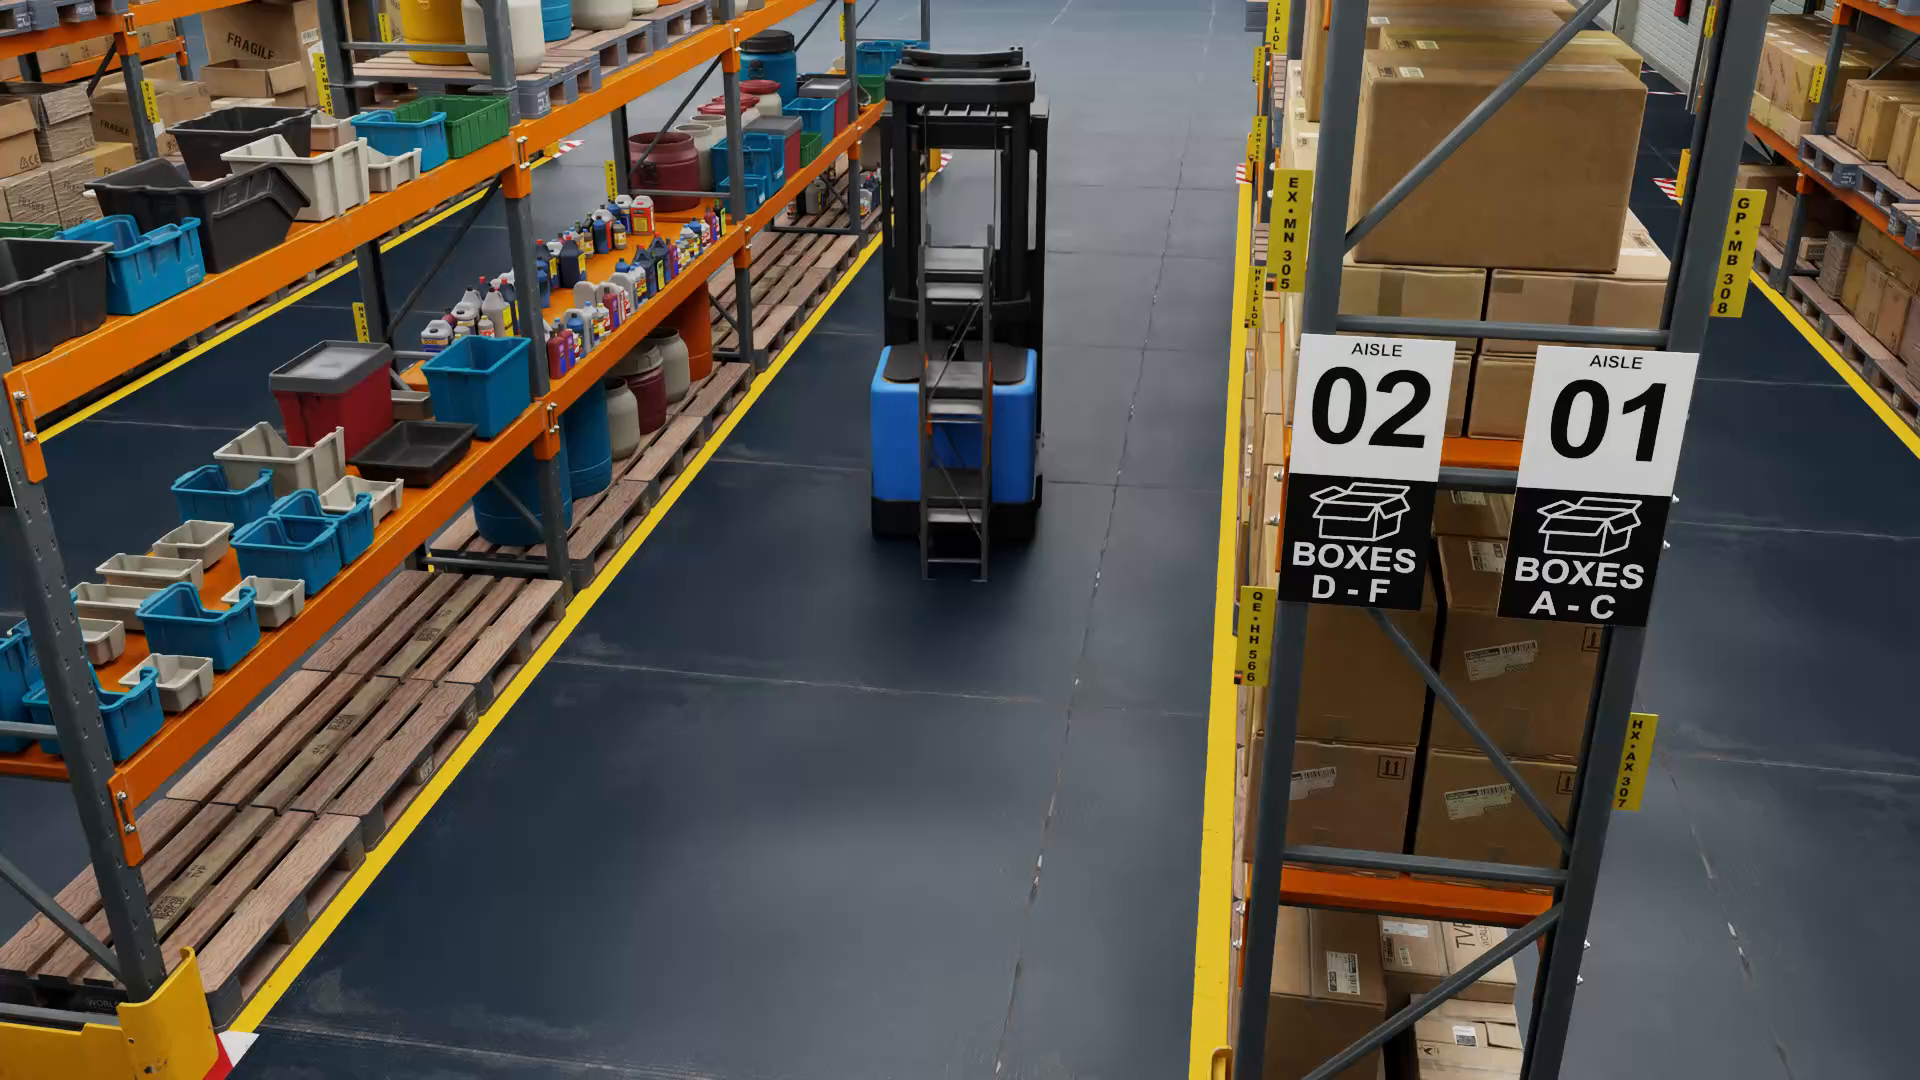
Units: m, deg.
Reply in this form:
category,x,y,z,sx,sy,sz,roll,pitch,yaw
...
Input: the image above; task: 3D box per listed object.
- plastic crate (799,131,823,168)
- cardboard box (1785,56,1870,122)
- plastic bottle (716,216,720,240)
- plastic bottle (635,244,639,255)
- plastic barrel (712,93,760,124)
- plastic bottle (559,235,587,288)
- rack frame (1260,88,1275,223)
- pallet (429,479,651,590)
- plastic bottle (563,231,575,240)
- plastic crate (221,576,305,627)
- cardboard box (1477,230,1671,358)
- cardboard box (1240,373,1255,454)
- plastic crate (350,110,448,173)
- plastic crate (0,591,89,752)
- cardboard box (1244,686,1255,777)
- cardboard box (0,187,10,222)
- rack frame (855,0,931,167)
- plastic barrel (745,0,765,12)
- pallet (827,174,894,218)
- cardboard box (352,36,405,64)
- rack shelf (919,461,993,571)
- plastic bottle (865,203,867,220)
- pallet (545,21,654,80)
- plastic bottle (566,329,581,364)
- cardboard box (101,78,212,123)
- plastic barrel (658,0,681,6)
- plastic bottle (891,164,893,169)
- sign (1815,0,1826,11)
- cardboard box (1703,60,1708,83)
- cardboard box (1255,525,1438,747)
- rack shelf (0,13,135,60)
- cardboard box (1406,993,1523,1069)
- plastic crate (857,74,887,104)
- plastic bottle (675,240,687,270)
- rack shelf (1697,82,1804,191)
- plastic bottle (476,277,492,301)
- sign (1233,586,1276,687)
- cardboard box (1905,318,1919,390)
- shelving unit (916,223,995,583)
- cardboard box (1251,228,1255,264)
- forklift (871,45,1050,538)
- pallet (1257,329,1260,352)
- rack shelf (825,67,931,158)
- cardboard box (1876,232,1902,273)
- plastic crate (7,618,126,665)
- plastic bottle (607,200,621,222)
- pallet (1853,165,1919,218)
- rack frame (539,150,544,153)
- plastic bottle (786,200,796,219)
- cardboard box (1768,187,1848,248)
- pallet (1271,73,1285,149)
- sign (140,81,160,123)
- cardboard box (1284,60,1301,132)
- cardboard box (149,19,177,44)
category,x,y,z,sx,sy,sz,roll,pitch,yaw
plastic crate,-1.525,-3.521,14.984,0.450,0.188,0.662,4,25,9
cardboard box,8.027,-4.179,15.408,0.500,0.500,0.500,4,25,8
plastic bottle,-1.855,-2.356,12.480,0.097,0.201,0.097,0,25,0
plastic bottle,-2.177,-1.895,11.398,0.061,0.283,0.133,4,25,9
plastic barrel,-2.011,-3.735,15.031,0.433,0.535,0.433,0,25,0
plastic bottle,-2.647,-1.910,11.351,0.144,0.351,0.185,4,25,9
rack frame,2.714,-2.347,12.227,1.000,3.000,0.127,4,25,9
pallet,-2.659,-0.076,10.664,1.003,0.211,1.213,4,25,9
plastic bottle,-2.759,-2.042,11.726,0.097,0.271,0.097,0,25,0
plastic crate,-2.870,0.253,6.911,0.250,0.136,0.298,4,25,9
cardboard box,1.747,-0.715,4.789,0.500,0.250,0.500,4,25,9
cardboard box,2.190,-0.815,11.383,0.500,0.500,0.500,4,25,8
plastic crate,-2.660,-1.899,7.928,0.416,0.233,0.300,4,25,9
plastic crate,-3.609,0.458,6.122,0.616,0.435,0.499,4,25,9
cardboard box,1.292,0.530,5.962,0.500,0.500,0.500,4,25,9
cardboard box,-7.148,-2.219,11.834,0.500,0.500,0.500,5,25,10
rack frame,-0.865,-6.038,20.111,1.000,3.000,0.127,4,25,9
plastic barrel,-1.824,-4.606,12.923,0.600,0.901,0.600,0,25,0
pallet,-1.171,-3.892,18.816,1.003,0.211,1.213,4,25,9
cardboard box,-6.271,-5.072,17.579,0.875,0.500,0.500,4,25,9
rack shelf,-0.020,-0.152,10.282,0.431,0.518,0.480,2,25,3
plastic bottle,-1.018,-3.442,17.348,0.097,0.201,0.097,0,25,0
pallet,-2.612,-3.101,10.522,1.003,0.211,1.213,4,25,9
plastic bottle,-2.323,-1.158,9.921,0.097,0.201,0.097,0,25,0
cardboard box,-7.018,-3.740,14.588,0.700,0.500,0.500,8,26,16
plastic barrel,-2.268,-4.198,11.641,0.600,0.830,0.708,4,25,9
plastic bottle,-0.801,-4.102,18.669,0.152,0.276,0.135,4,25,9
sign,9.453,-5.972,18.233,0.100,0.325,0.005,4,25,9
cardboard box,8.516,-5.111,18.284,0.500,0.250,0.500,3,25,7
cardboard box,1.208,0.295,5.284,0.500,0.500,0.500,4,25,8
rack shelf,-7.386,-3.232,11.426,1.077,0.370,4.000,4,25,9
cardboard box,1.855,1.827,6.133,0.380,0.166,0.250,4,25,9
plastic crate,-1.018,-4.817,17.753,0.450,0.188,0.662,4,25,9
plastic bottle,-1.988,-2.016,11.752,0.097,0.201,0.097,0,25,0
rack shelf,8.582,-4.189,17.011,1.077,0.370,4.000,4,25,9
plastic bottle,-2.969,-1.481,10.435,0.144,0.351,0.185,4,25,9
sign,0.862,0.284,4.866,0.100,0.325,0.005,4,25,9
cardboard box,7.668,-1.378,12.585,0.700,0.500,0.500,4,25,9
shelving unit,-0.020,-0.799,9.980,0.431,2.100,0.503,2,25,3
cardboard box,2.884,-2.638,14.934,0.500,0.311,0.500,3,25,7
forklift,0.041,-1.927,11.410,1.130,2.935,3.031,2,25,3
pallet,2.400,-1.447,10.529,1.003,0.211,1.213,4,25,9
rack shelf,-1.192,-4.876,18.477,1.077,0.370,4.000,4,25,9
cardboard box,8.001,-2.374,13.829,0.500,0.250,0.500,3,25,7
plastic crate,-3.525,0.392,6.614,0.396,0.136,0.243,4,25,9
plastic bottle,-2.608,-2.429,12.552,0.097,0.271,0.097,0,25,0
pallet,7.884,-2.750,13.312,1.003,0.211,1.213,4,25,9
rack frame,-5.751,-6.381,20.845,1.000,3.000,0.127,4,25,9
plastic bottle,-1.767,-3.470,17.408,0.097,0.201,0.097,0,25,0
cardboard box,8.385,-3.183,16.441,0.500,0.500,0.500,2,25,5
pallet,2.236,-2.216,8.629,1.213,0.211,1.003,4,25,9
sign,-6.511,-3.523,13.372,0.100,0.325,0.005,4,25,9
cardboard box,1.735,-2.005,7.545,0.500,0.250,0.500,4,25,9
cardboard box,-10.644,-6.677,21.299,0.875,0.550,0.550,4,25,9
